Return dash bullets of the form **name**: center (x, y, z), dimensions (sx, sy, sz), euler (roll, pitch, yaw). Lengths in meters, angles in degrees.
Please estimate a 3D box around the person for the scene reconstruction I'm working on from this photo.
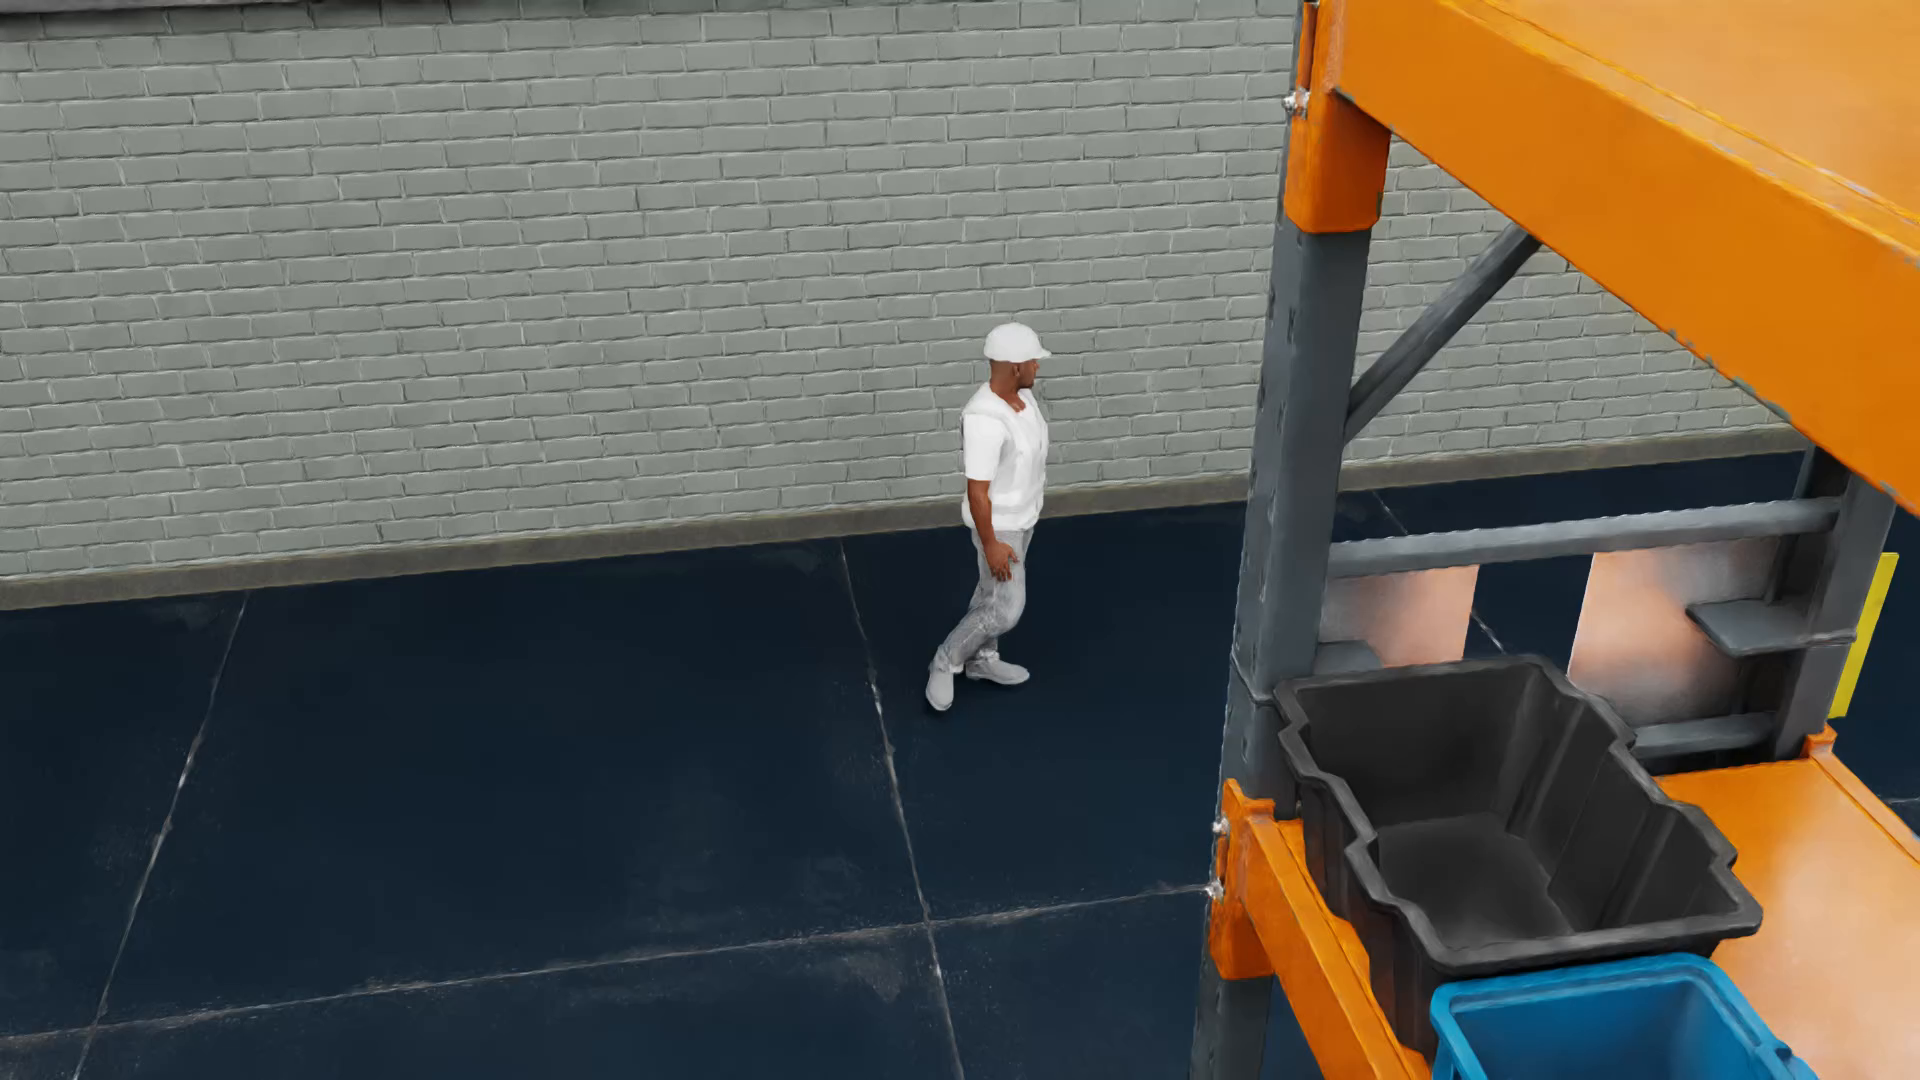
- **person**: center (0.119, -0.096, 7.234), dimensions (0.452, 1.762, 0.730), euler (11, 32, 18)
